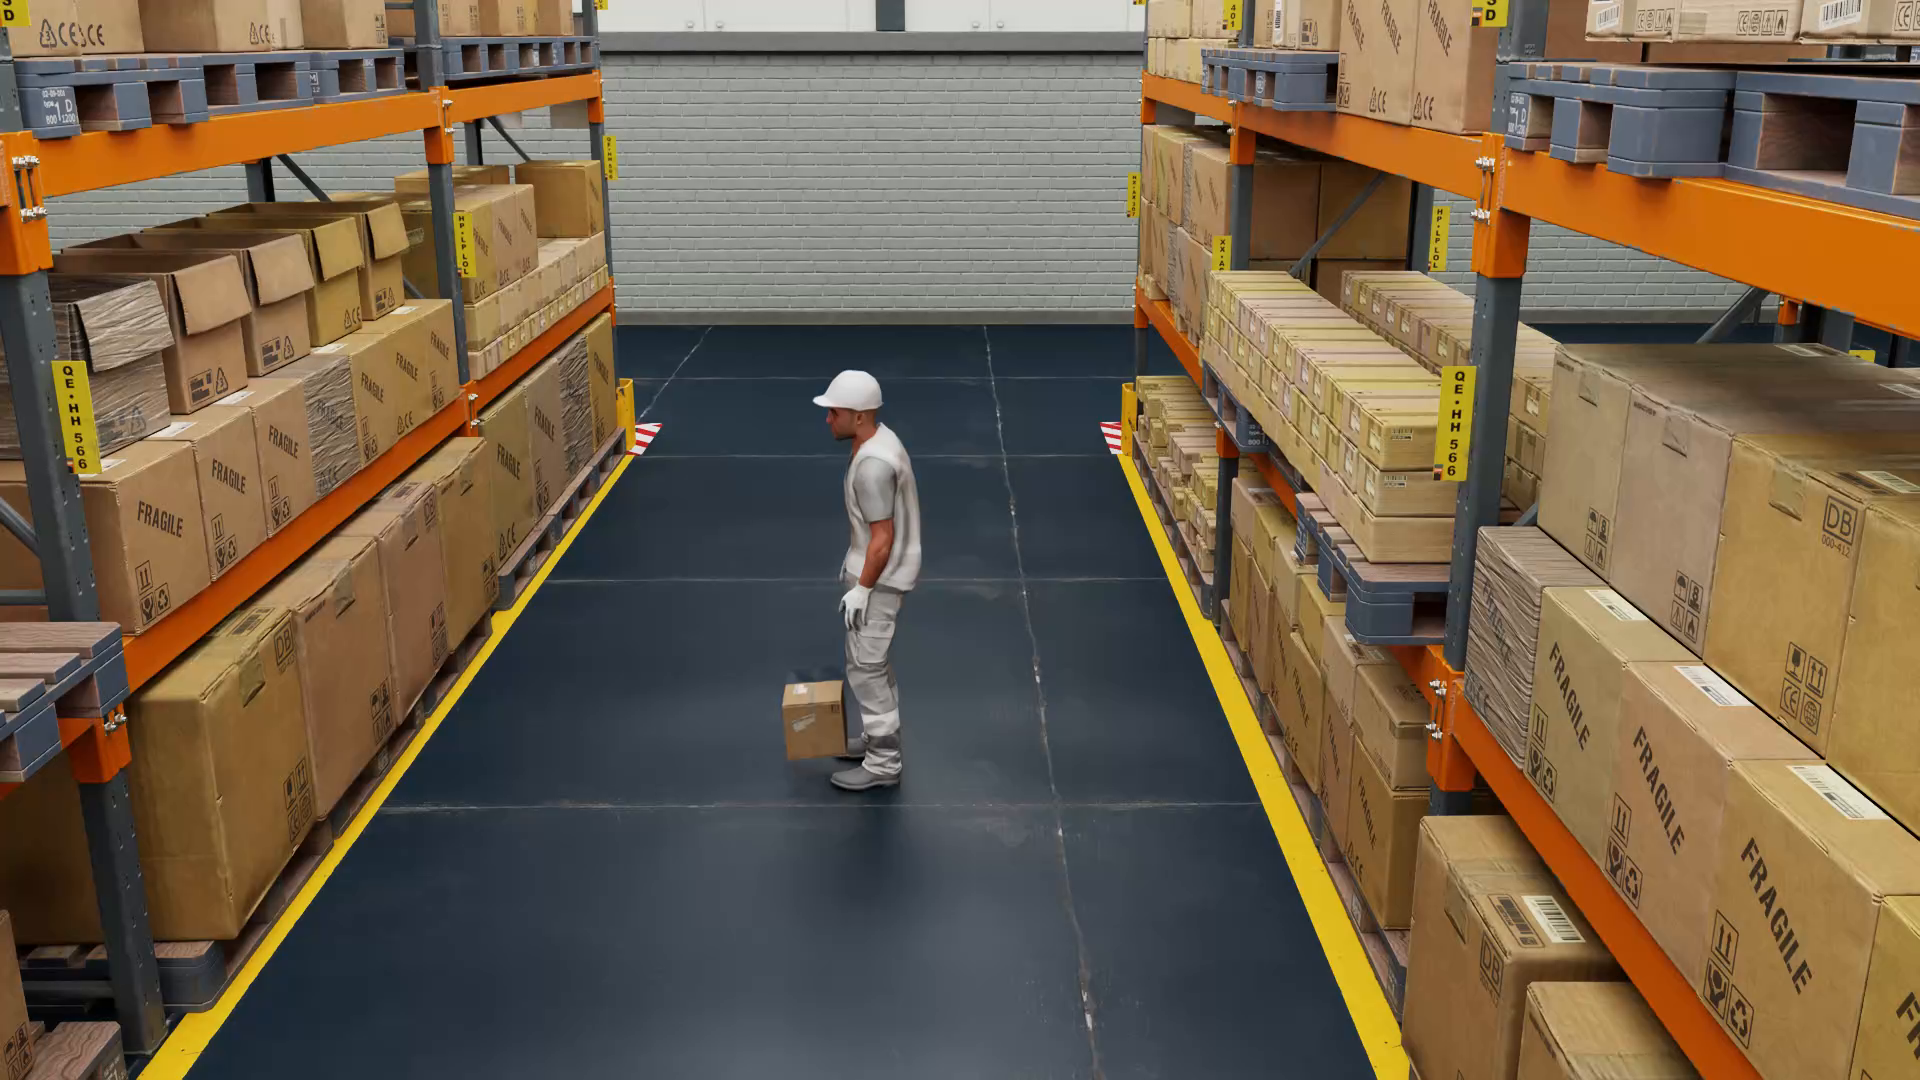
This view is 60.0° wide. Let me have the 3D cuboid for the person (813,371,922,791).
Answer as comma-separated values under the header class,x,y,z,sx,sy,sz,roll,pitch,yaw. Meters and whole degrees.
class,x,y,z,sx,sy,sz,roll,pitch,yaw
person,-0.379,0.165,6.973,0.435,1.781,0.568,-1,17,-3
